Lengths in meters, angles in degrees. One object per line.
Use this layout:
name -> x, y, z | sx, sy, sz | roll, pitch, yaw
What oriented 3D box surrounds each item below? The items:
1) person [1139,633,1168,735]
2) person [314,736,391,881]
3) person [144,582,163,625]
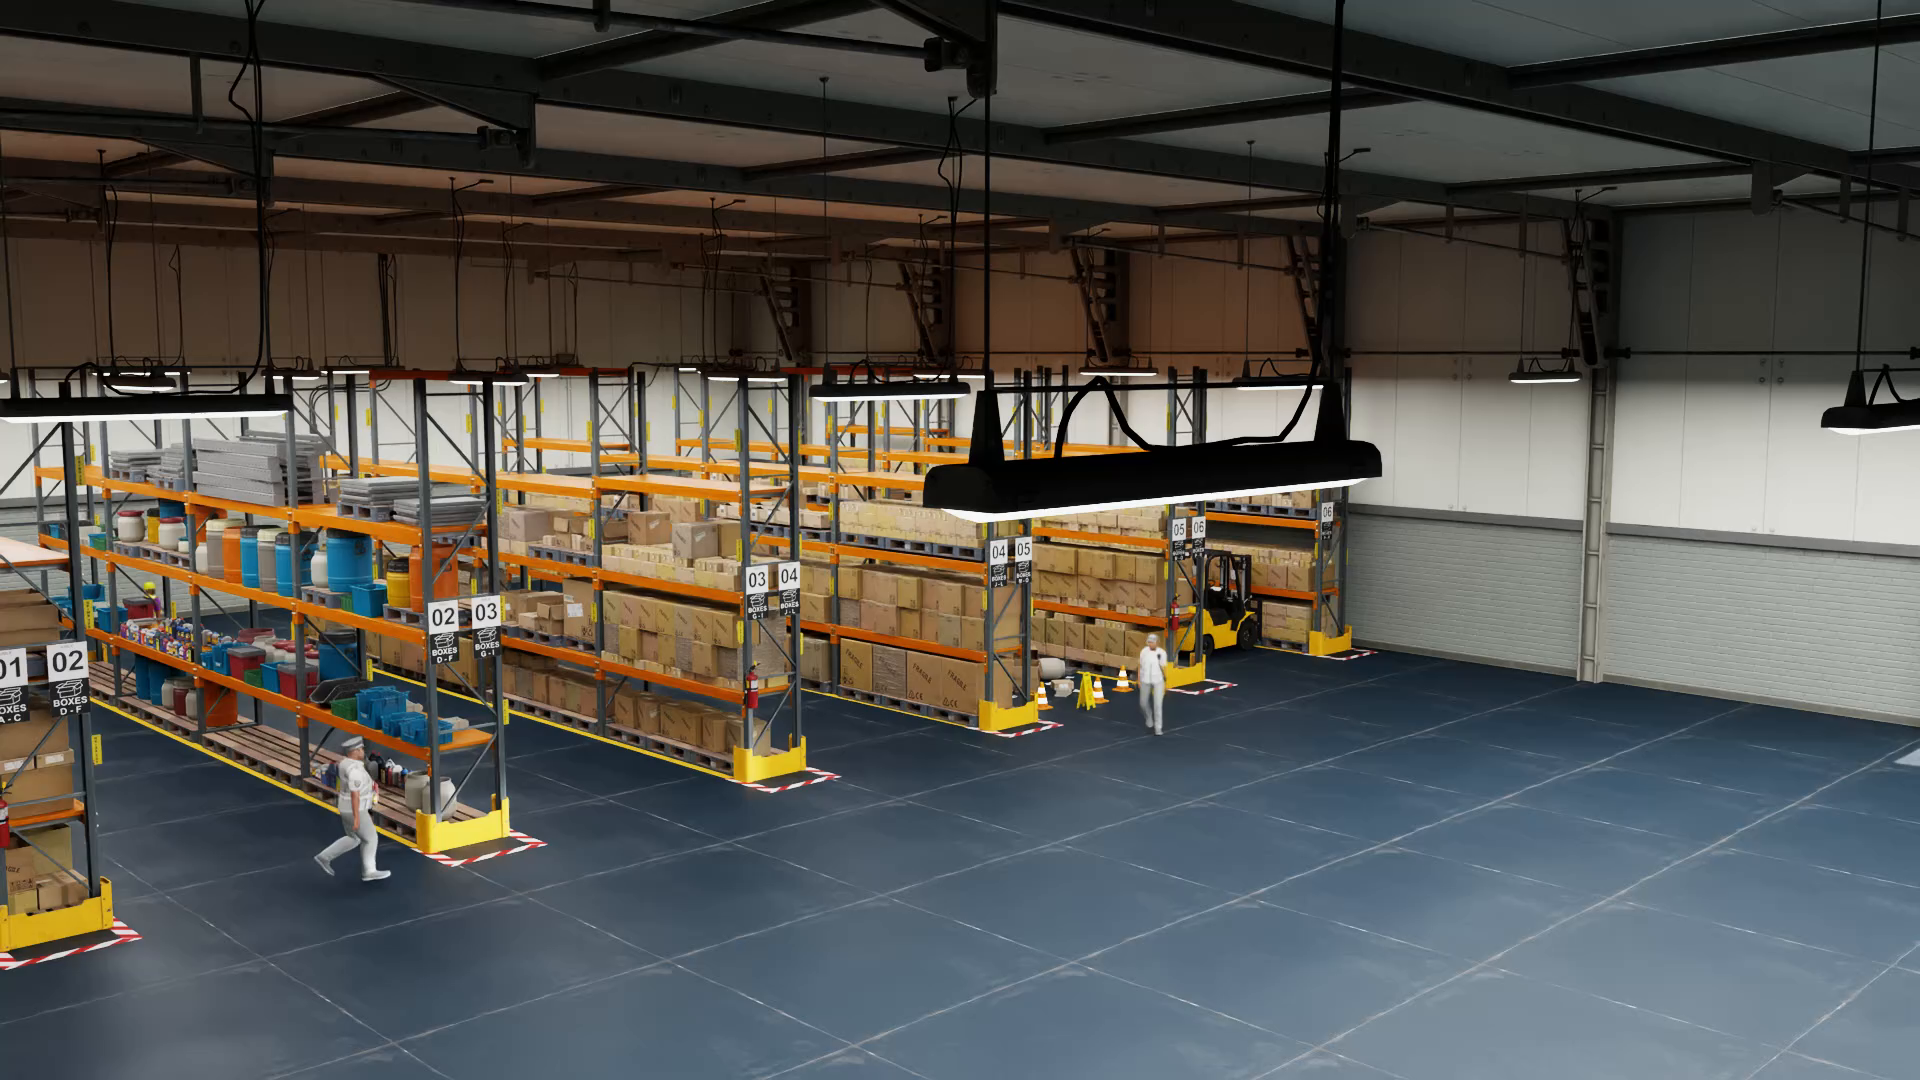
person -> 3.230, 2.372, 27.783 | 0.470, 1.655, 0.687 | 2, 7, 17
person -> -7.276, 3.217, 19.842 | 0.845, 1.730, 0.537 | -3, 7, -25
person -> -16.123, 1.711, 33.129 | 0.577, 1.745, 0.506 | -1, 7, -10
